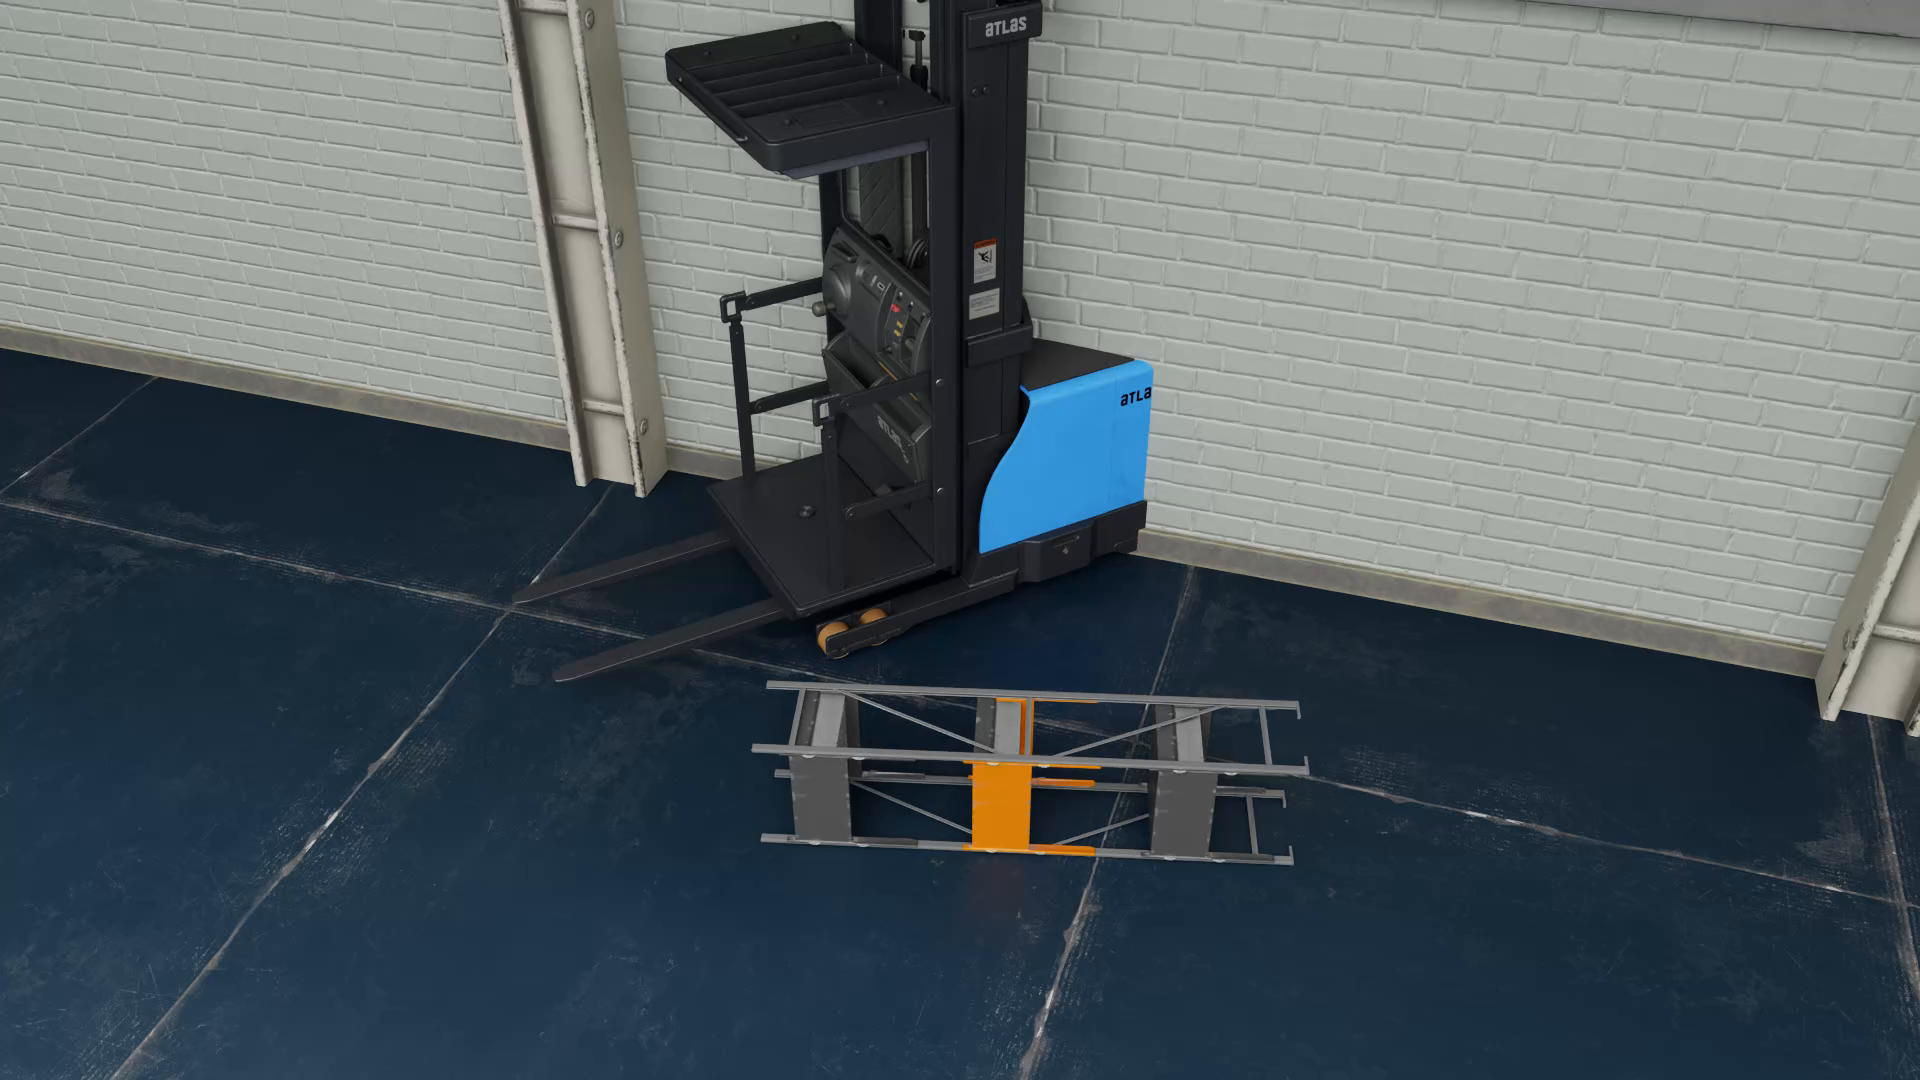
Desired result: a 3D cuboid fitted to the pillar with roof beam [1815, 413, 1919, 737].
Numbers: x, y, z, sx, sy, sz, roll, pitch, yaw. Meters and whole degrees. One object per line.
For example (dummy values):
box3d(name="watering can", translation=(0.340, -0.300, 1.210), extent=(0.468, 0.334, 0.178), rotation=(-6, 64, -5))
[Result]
box3d(name="pillar with roof beam", translation=(2.681, -0.467, 1.293), extent=(0.400, 9.000, 9.100), rotation=(10, 38, 14))

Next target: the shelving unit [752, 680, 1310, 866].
box3d(name="shelving unit", translation=(0.269, 0.917, 6.569), extent=(2.100, 0.503, 0.431), rotation=(2, 36, 3))

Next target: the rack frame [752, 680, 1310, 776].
box3d(name="rack frame", translation=(0.269, 0.720, 6.424), extent=(2.100, 0.015, 0.400), rotation=(2, 36, 3))

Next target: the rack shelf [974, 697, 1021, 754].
box3d(name="rack shelf", translation=(0.146, 0.912, 6.575), extent=(0.174, 0.457, 0.368), rotation=(2, 36, 3))

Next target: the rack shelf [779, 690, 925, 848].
box3d(name="rack shelf", translation=(-0.416, 0.893, 6.601), extent=(0.518, 0.480, 0.431), rotation=(2, 36, 3))

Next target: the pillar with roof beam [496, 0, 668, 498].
box3d(name="pillar with roof beam", translation=(-3.046, -1.528, 2.734), extent=(0.400, 9.000, 9.100), rotation=(10, 38, 14))

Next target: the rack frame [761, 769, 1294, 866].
box3d(name="rack frame", translation=(0.269, 1.113, 6.714), extent=(2.100, 0.015, 0.400), rotation=(2, 36, 3))

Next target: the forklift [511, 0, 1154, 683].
box3d(name="forklift", translation=(-0.547, -1.003, 7.140), extent=(3.031, 2.935, 1.130), rotation=(-18, 40, -23))

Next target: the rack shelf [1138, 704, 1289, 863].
box3d(name="rack shelf", translation=(0.982, 0.941, 6.535), extent=(0.518, 0.480, 0.431), rotation=(2, 36, 3))
